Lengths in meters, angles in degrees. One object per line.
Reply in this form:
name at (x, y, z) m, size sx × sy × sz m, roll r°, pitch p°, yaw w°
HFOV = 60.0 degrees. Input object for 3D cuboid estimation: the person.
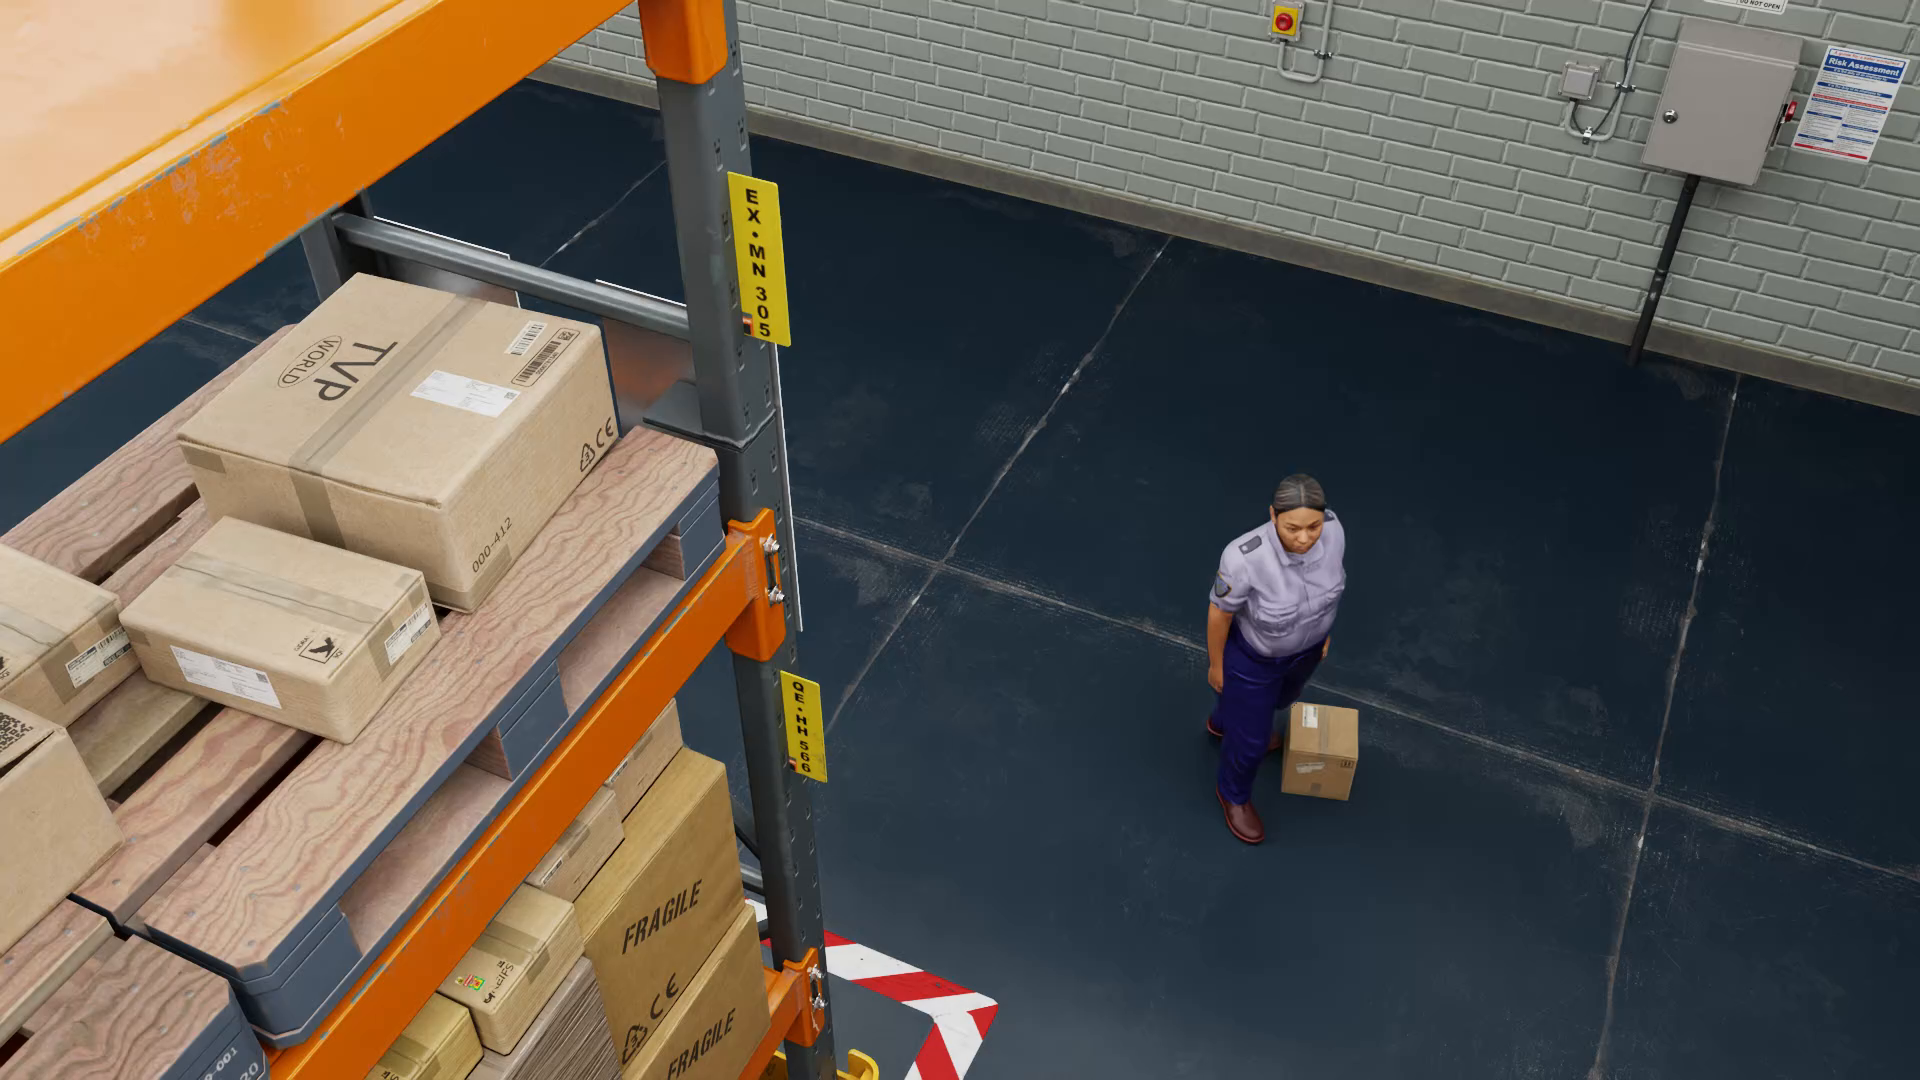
person at (1.050, 0.331, 5.812) m, size 0.530 × 1.633 × 0.557 m, roll -20°, pitch 46°, yaw -21°
